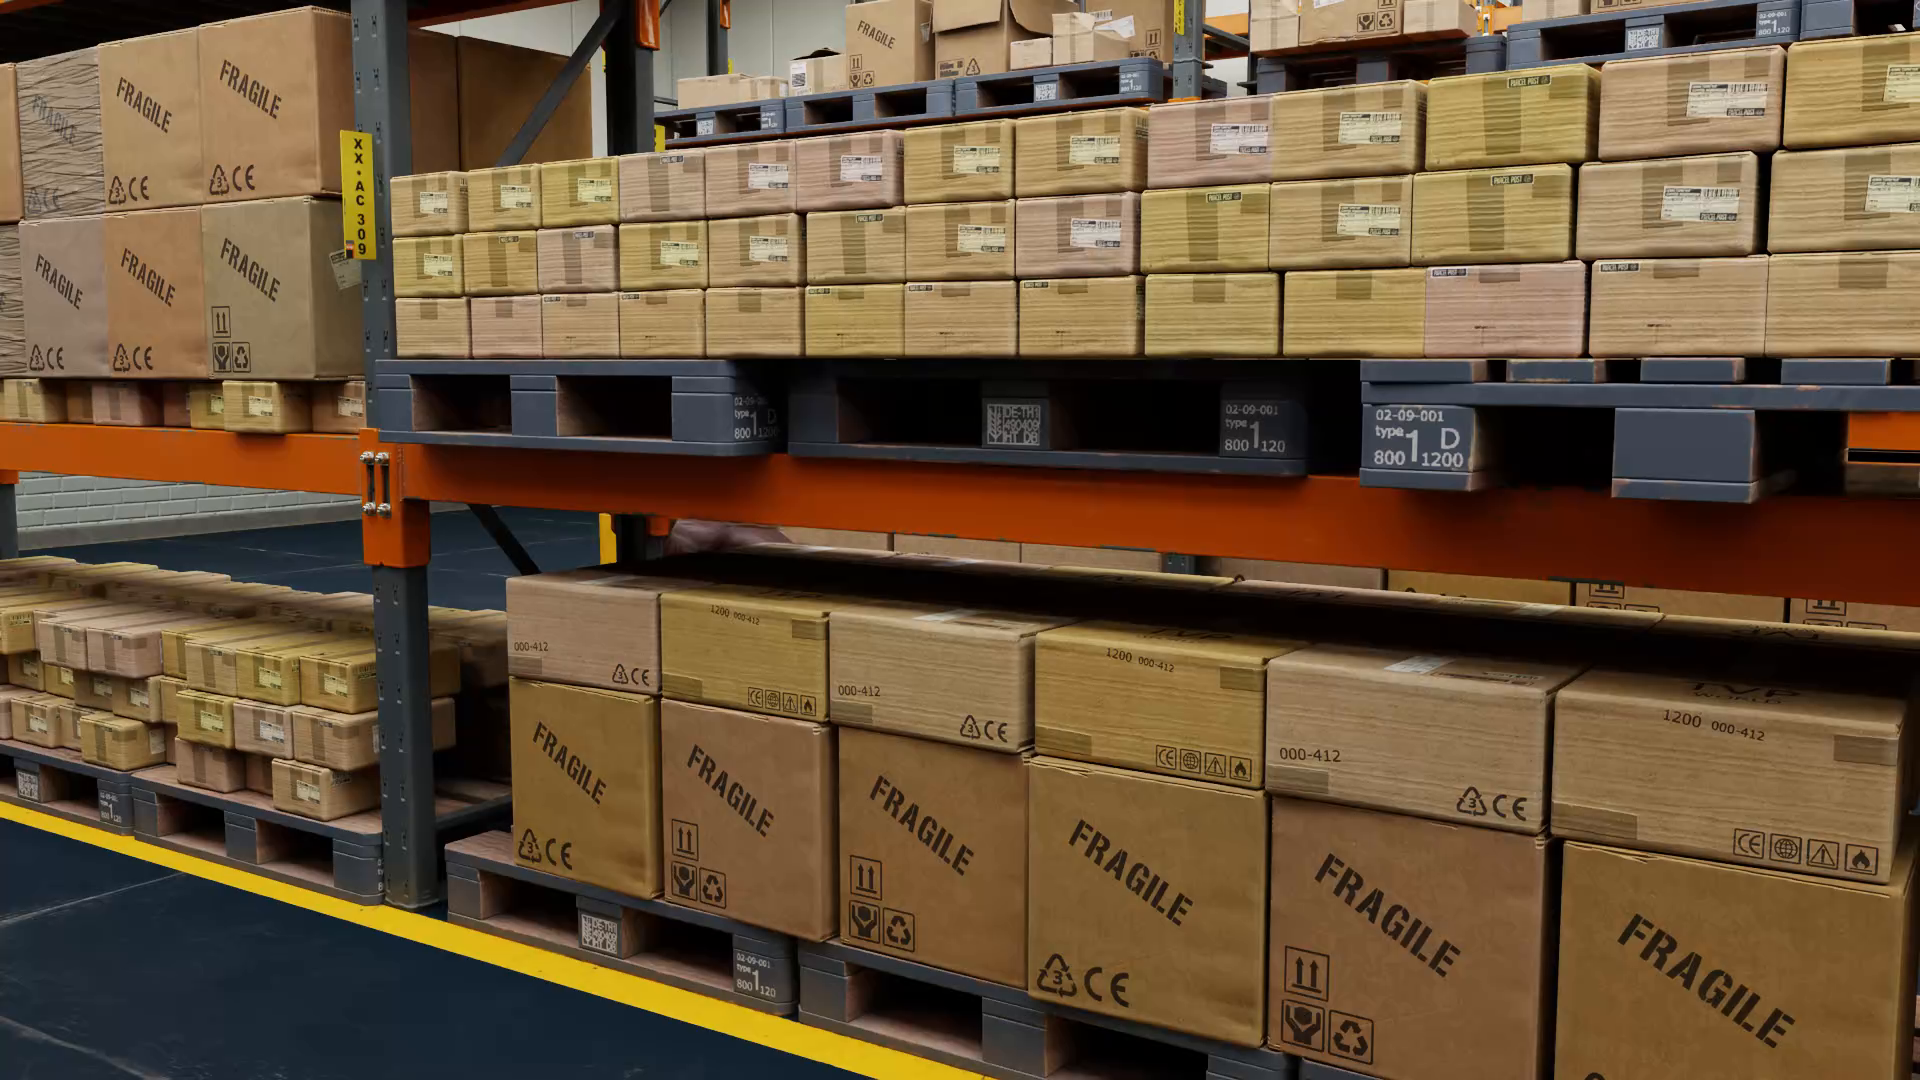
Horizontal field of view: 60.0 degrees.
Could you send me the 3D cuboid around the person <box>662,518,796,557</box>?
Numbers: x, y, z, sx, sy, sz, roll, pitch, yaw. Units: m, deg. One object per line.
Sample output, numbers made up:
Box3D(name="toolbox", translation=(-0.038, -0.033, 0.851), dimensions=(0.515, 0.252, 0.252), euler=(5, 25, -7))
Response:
Box3D(name="person", translation=(-0.899, 0.299, 6.441), dimensions=(0.894, 1.039, 0.608), euler=(3, 7, 23))
